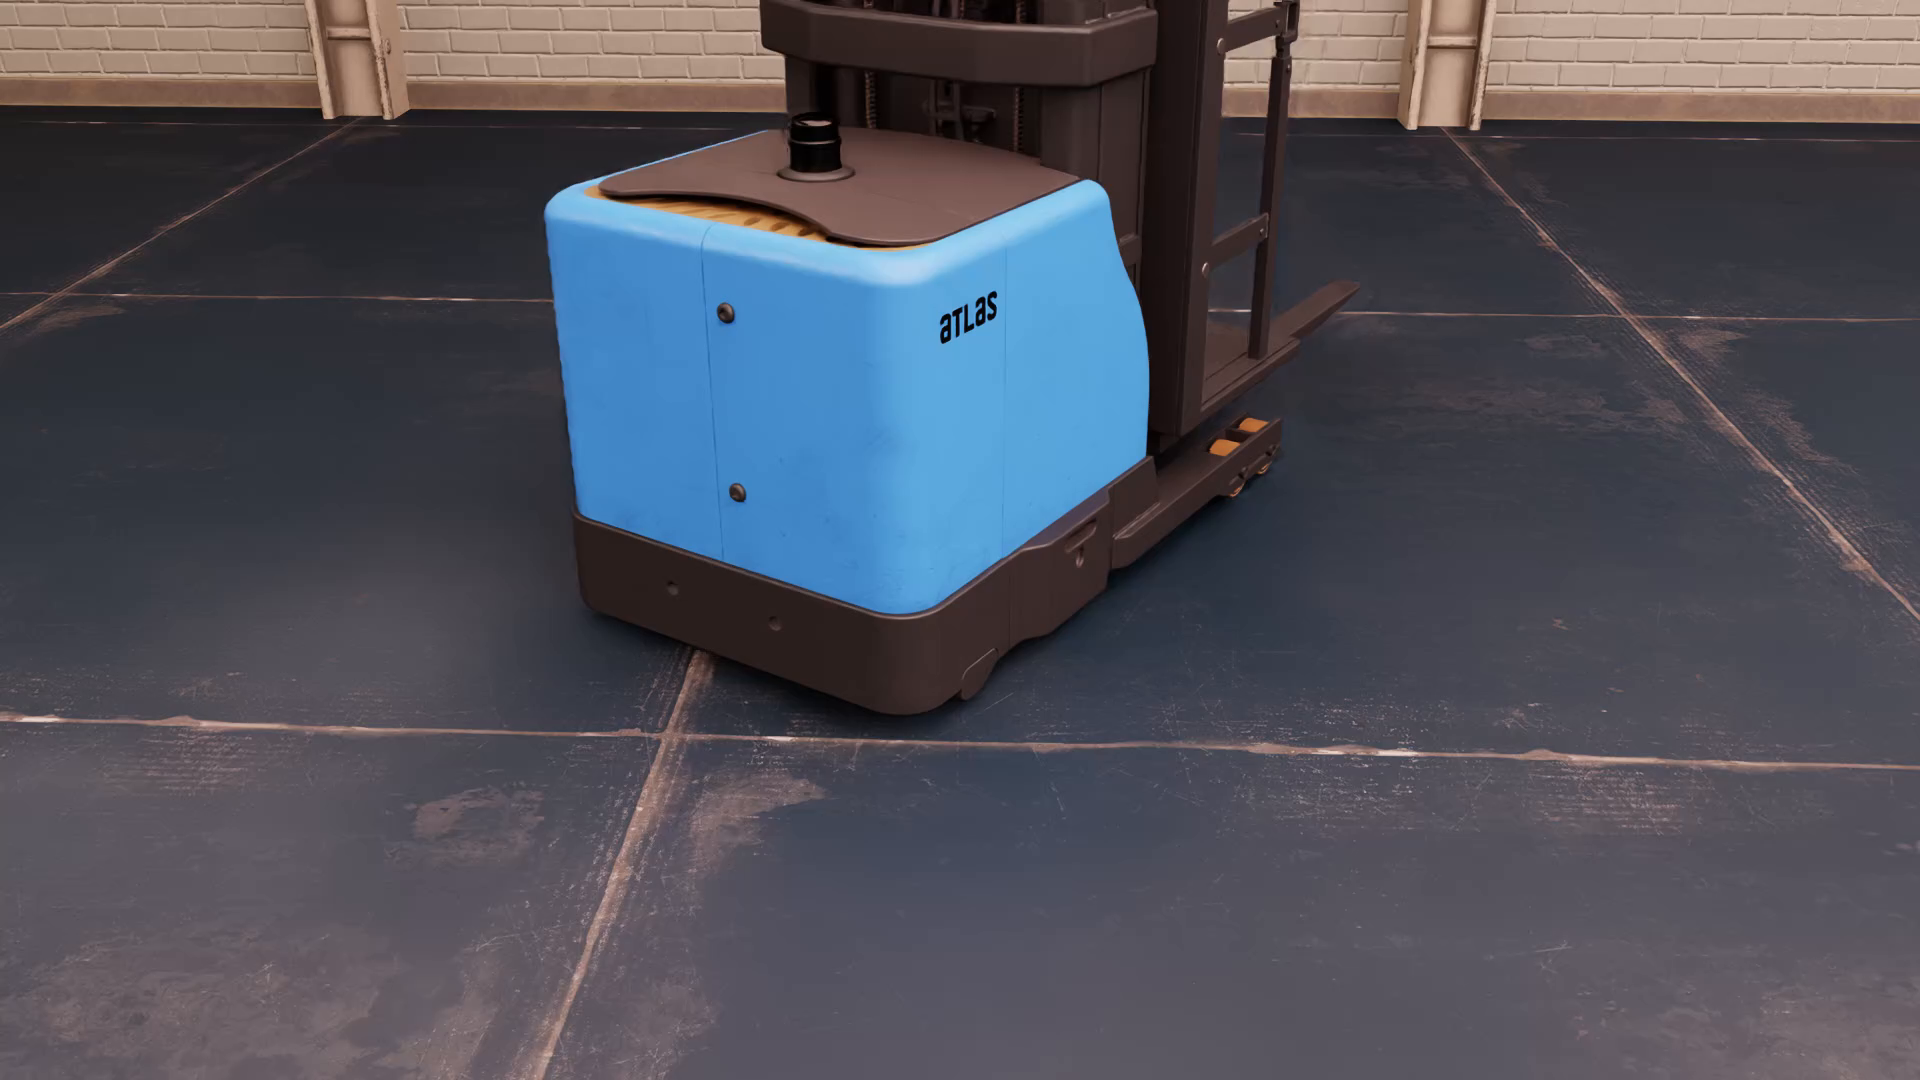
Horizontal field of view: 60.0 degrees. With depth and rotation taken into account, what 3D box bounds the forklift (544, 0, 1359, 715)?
[{"bbox_3d":[0.296,-1.540,4.330,1.130,2.935,3.031,16,31,29],"label":"forklift"}]
